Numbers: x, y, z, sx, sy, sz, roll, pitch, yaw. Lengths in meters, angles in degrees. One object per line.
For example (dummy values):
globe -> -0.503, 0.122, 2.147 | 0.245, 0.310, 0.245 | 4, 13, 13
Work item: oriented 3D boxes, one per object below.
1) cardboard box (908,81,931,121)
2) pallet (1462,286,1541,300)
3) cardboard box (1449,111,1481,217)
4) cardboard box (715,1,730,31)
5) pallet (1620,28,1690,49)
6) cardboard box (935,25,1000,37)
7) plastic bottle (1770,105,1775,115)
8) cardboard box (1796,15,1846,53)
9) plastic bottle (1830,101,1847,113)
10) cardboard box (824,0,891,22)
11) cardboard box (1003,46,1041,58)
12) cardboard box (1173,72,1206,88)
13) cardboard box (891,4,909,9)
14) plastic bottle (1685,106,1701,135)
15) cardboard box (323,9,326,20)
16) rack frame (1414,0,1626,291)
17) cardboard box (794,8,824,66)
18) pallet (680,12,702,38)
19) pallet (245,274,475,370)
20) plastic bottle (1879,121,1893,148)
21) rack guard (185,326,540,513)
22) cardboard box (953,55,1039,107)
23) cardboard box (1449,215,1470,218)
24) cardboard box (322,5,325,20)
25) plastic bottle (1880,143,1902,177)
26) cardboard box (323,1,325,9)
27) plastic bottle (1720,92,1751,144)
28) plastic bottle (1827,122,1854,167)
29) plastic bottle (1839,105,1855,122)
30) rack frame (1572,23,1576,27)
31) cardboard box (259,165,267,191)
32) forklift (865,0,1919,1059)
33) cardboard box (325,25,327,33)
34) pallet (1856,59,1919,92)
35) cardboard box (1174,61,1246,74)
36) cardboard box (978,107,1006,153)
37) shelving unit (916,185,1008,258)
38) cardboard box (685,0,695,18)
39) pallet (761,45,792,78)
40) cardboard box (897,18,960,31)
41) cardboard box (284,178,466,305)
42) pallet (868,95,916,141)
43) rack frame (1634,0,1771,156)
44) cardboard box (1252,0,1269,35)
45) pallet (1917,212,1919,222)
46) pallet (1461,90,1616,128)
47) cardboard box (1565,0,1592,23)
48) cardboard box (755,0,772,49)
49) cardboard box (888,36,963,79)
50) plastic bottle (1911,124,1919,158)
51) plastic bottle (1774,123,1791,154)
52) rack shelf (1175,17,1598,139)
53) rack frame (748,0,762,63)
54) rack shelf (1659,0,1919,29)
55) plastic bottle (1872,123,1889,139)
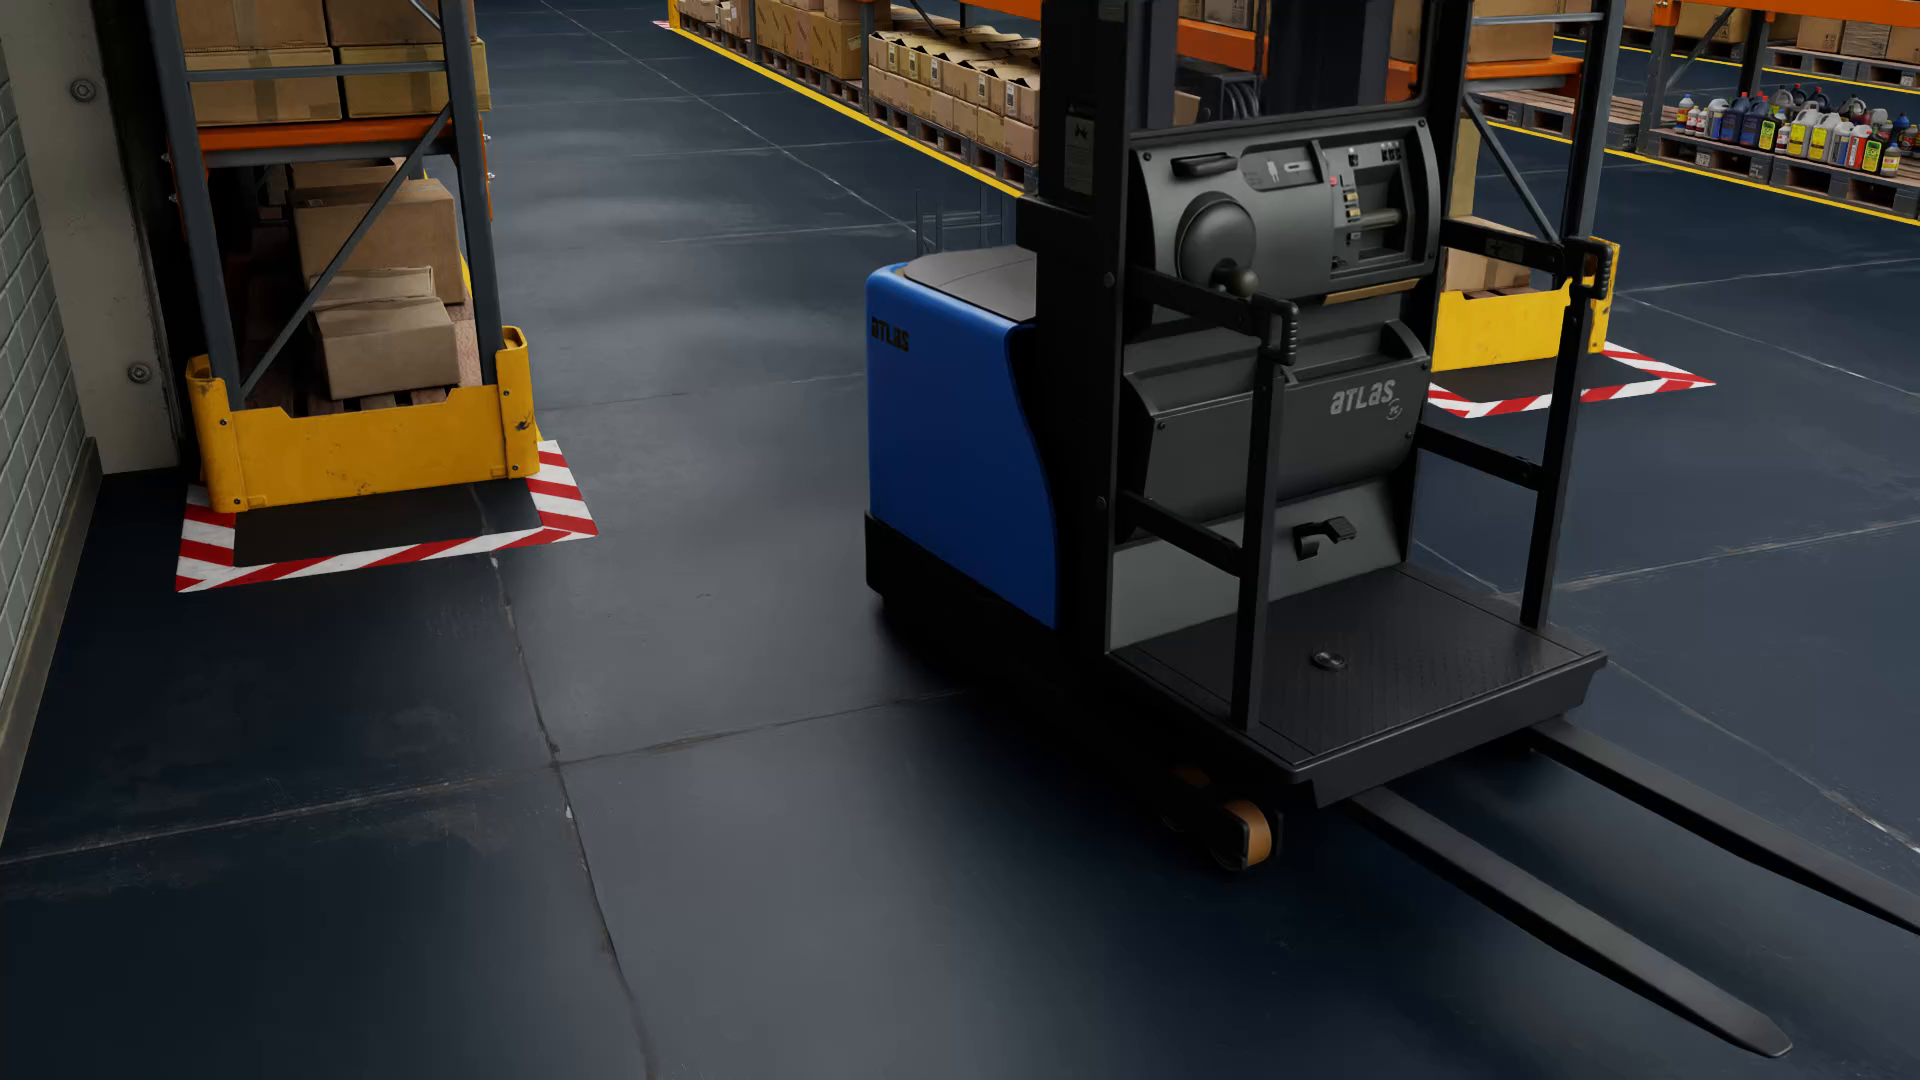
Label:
cardboard box -> -0.090, -3.499, 13.189 | 0.500, 0.250, 0.500 | -9, 24, -20
pallet -> 2.149, -1.254, 8.454 | 1.003, 0.211, 1.213 | -8, 24, -19
cardboard box -> 2.299, -1.946, 8.539 | 0.500, 0.500, 0.500 | -8, 24, -19
cardboard box -> -2.512, -6.032, 19.094 | 0.500, 0.311, 0.500 | -8, 24, -19
pallet -> 8.266, -5.986, 19.681 | 1.003, 0.211, 1.213 | -8, 24, -19
cardboard box -> 0.048, -4.202, 14.135 | 0.500, 0.311, 0.500 | -8, 24, -18
plastic bottle -> 5.742, -2.958, 11.852 | 0.097, 0.271, 0.097 | 0, 23, 0
cardboard box -> 9.157, -5.342, 17.214 | 0.700, 0.500, 0.500 | -10, 25, -22
plastic bottle -> 6.342, -3.032, 12.013 | 0.061, 0.283, 0.133 | -7, 24, -15
cardboard box -> -0.941, -4.898, 15.195 | 0.500, 0.250, 0.500 | -7, 24, -17
cardboard box -> 0.588, -3.648, 12.821 | 0.500, 0.311, 0.500 | -8, 24, -18
cardboard box -> 1.270, -2.418, 9.658 | 0.500, 0.500, 0.500 | -8, 24, -19
cardboard box -> -0.813, -4.991, 16.380 | 0.500, 0.500, 0.500 | -9, 25, -21
plastic bottle -> 5.419, -3.099, 12.277 | 0.097, 0.201, 0.097 | 0, 23, 0
cardboard box -> -2.421, -2.120, 7.084 | 0.500, 0.250, 0.500 | -9, 24, -20
rack frame -> 2.459, -2.267, 7.267 | 1.000, 3.000, 0.127 | -8, 24, -19
cardboard box -> -1.291, -4.910, 16.190 | 0.500, 0.500, 0.500 | -9, 25, -21
pallet -> -2.884, -6.478, 20.849 | 1.003, 0.211, 1.213 | -8, 24, -19
pallet -> -2.882, -1.071, 8.020 | 1.003, 0.211, 1.213 | -8, 24, -19
plastic bottle -> 6.481, -2.832, 11.643 | 0.097, 0.201, 0.097 | 0, 23, 0
rack guard -> -2.201, -0.462, 6.202 | 1.175, 0.500, 0.348 | -8, 24, -19
cardboard box -> 0.271, -3.383, 12.192 | 0.500, 0.311, 0.500 | -8, 24, -19
cardboard box -> 2.297, -1.600, 8.684 | 0.500, 0.250, 0.500 | -8, 24, -19
cardboard box -> -2.708, -2.198, 6.305 | 0.500, 0.500, 0.500 | -8, 24, -18
plastic bottle -> 6.035, -2.466, 10.774 | 0.097, 0.201, 0.097 | 0, 23, 0
cardboard box -> -2.404, -2.456, 6.917 | 0.500, 0.500, 0.500 | -9, 25, -21
plastic bottle -> 5.578, -3.031, 11.922 | 0.144, 0.351, 0.185 | -8, 24, -18
plastic bottle -> 5.923, -2.646, 11.106 | 0.152, 0.276, 0.135 | -9, 24, -20
plastic bottle -> 6.273, -2.945, 11.806 | 0.061, 0.283, 0.133 | -8, 24, -19
rack frame -> 7.488, -7.985, 20.833 | 1.000, 3.000, 0.127 | -8, 24, -19
cardboard box -> -4.093, -2.536, 10.557 | 0.700, 0.500, 0.500 | -9, 24, -20
forklift -> 0.922, -0.783, 3.834 | 1.130, 2.935, 3.031 | -14, 27, -30
cardboard box -> -2.714, -1.857, 6.461 | 0.500, 0.250, 0.500 | -8, 24, -17
pallet -> 9.603, -4.520, 16.202 | 1.003, 0.211, 1.213 | -8, 24, -19
cardboard box -> 1.580, -2.671, 10.258 | 0.500, 0.500, 0.500 | -8, 24, -19
cardboard box -> 0.451, -2.942, 11.867 | 0.500, 0.250, 0.500 | -9, 24, -20
shelving unit -> 0.005, -0.548, 5.504 | 0.258, 1.200, 0.189 | -8, 24, -19
cardboard box -> -3.090, -6.598, 20.516 | 0.500, 0.250, 0.500 | -8, 24, -19
pallet -> -1.458, -5.052, 17.464 | 1.003, 0.211, 1.213 | -8, 24, -19
cardboard box -> -0.261, -4.429, 15.049 | 0.500, 0.500, 0.500 | -7, 24, -17
cardboard box -> -2.748, -1.381, 7.817 | 0.700, 0.500, 0.500 | -10, 25, -22
pallet -> -0.113, -3.584, 13.982 | 1.003, 0.211, 1.213 | -8, 24, -19
rack frame -> 5.681, -4.399, 12.324 | 1.000, 3.000, 0.127 | -8, 24, -19
cardboard box -> 1.946, -2.856, 8.535 | 0.700, 0.500, 0.500 | -8, 24, -19
pallet -> 6.741, -1.977, 10.170 | 1.003, 0.211, 1.213 | -8, 24, -19
pallet -> 4.932, -3.838, 14.584 | 1.003, 0.211, 1.213 | -8, 24, -19
cardboard box -> 8.050, -6.645, 19.849 | 1.225, 0.875, 0.875 | -9, 25, -21
cardboard box -> -1.838, -5.469, 17.515 | 0.500, 0.500, 0.500 | -9, 25, -21
cardboard box -> -0.264, -3.938, 13.510 | 0.500, 0.311, 0.500 | -9, 24, -20
plastic bottle -> 6.589, -2.753, 11.366 | 0.097, 0.271, 0.097 | 0, 23, 0
plastic bottle -> 5.723, -2.787, 11.537 | 0.097, 0.201, 0.097 | 0, 23, 0
rack shelf -> 1.752, -2.662, 9.130 | 1.077, 0.370, 4.000 | -8, 24, -19
rack frame -> -1.781, -6.627, 17.612 | 1.000, 3.000, 0.127 | -8, 24, -19
rack shelf -> 6.387, -3.340, 10.740 | 1.077, 0.370, 4.000 | -8, 24, -19
plastic bottle -> 6.071, -2.614, 11.020 | 0.061, 0.283, 0.133 | -8, 24, -19
